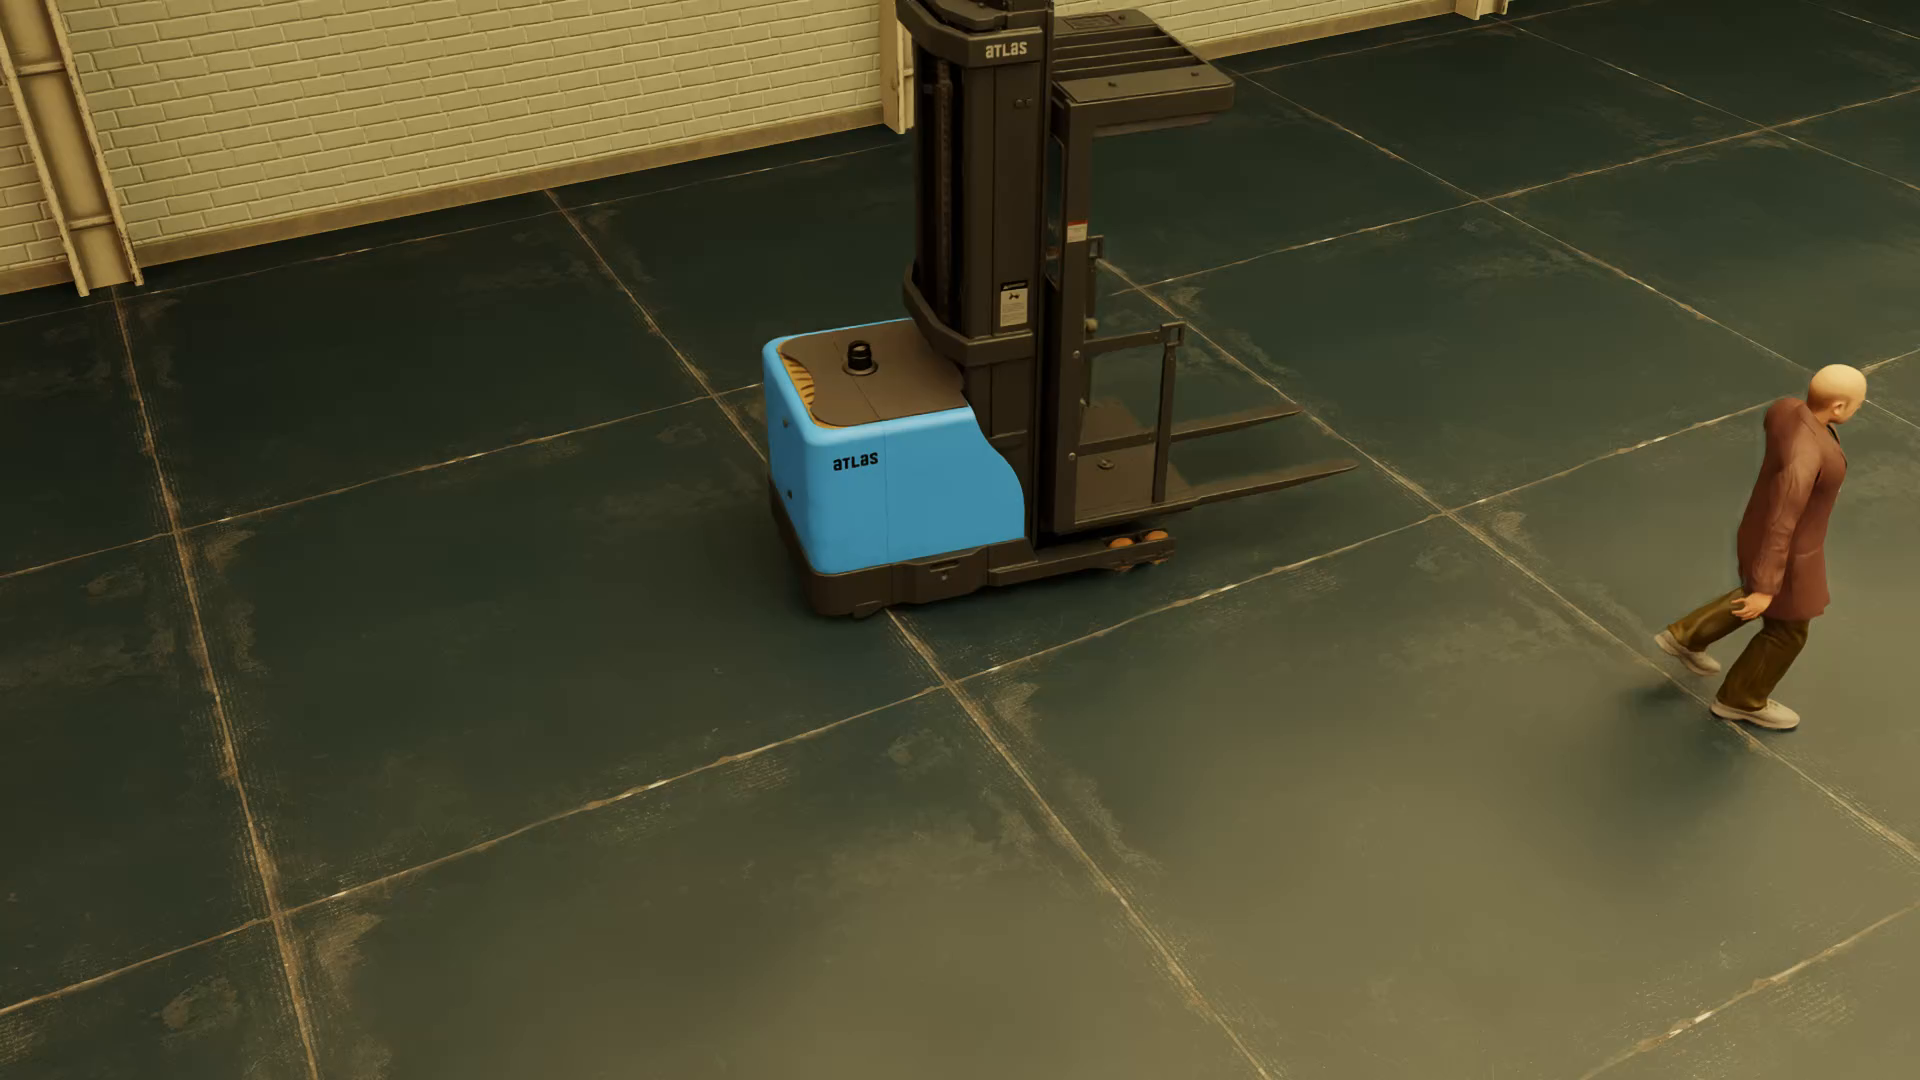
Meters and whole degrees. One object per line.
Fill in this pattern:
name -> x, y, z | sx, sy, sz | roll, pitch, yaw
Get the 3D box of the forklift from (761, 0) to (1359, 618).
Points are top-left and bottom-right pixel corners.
forklift -> 0.581, -1.319, 7.989 | 3.031, 2.935, 1.130 | -11, 37, -15

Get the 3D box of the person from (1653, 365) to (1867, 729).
person -> 3.471, 0.024, 7.107 | 0.641, 1.761, 0.852 | 6, 36, 8
